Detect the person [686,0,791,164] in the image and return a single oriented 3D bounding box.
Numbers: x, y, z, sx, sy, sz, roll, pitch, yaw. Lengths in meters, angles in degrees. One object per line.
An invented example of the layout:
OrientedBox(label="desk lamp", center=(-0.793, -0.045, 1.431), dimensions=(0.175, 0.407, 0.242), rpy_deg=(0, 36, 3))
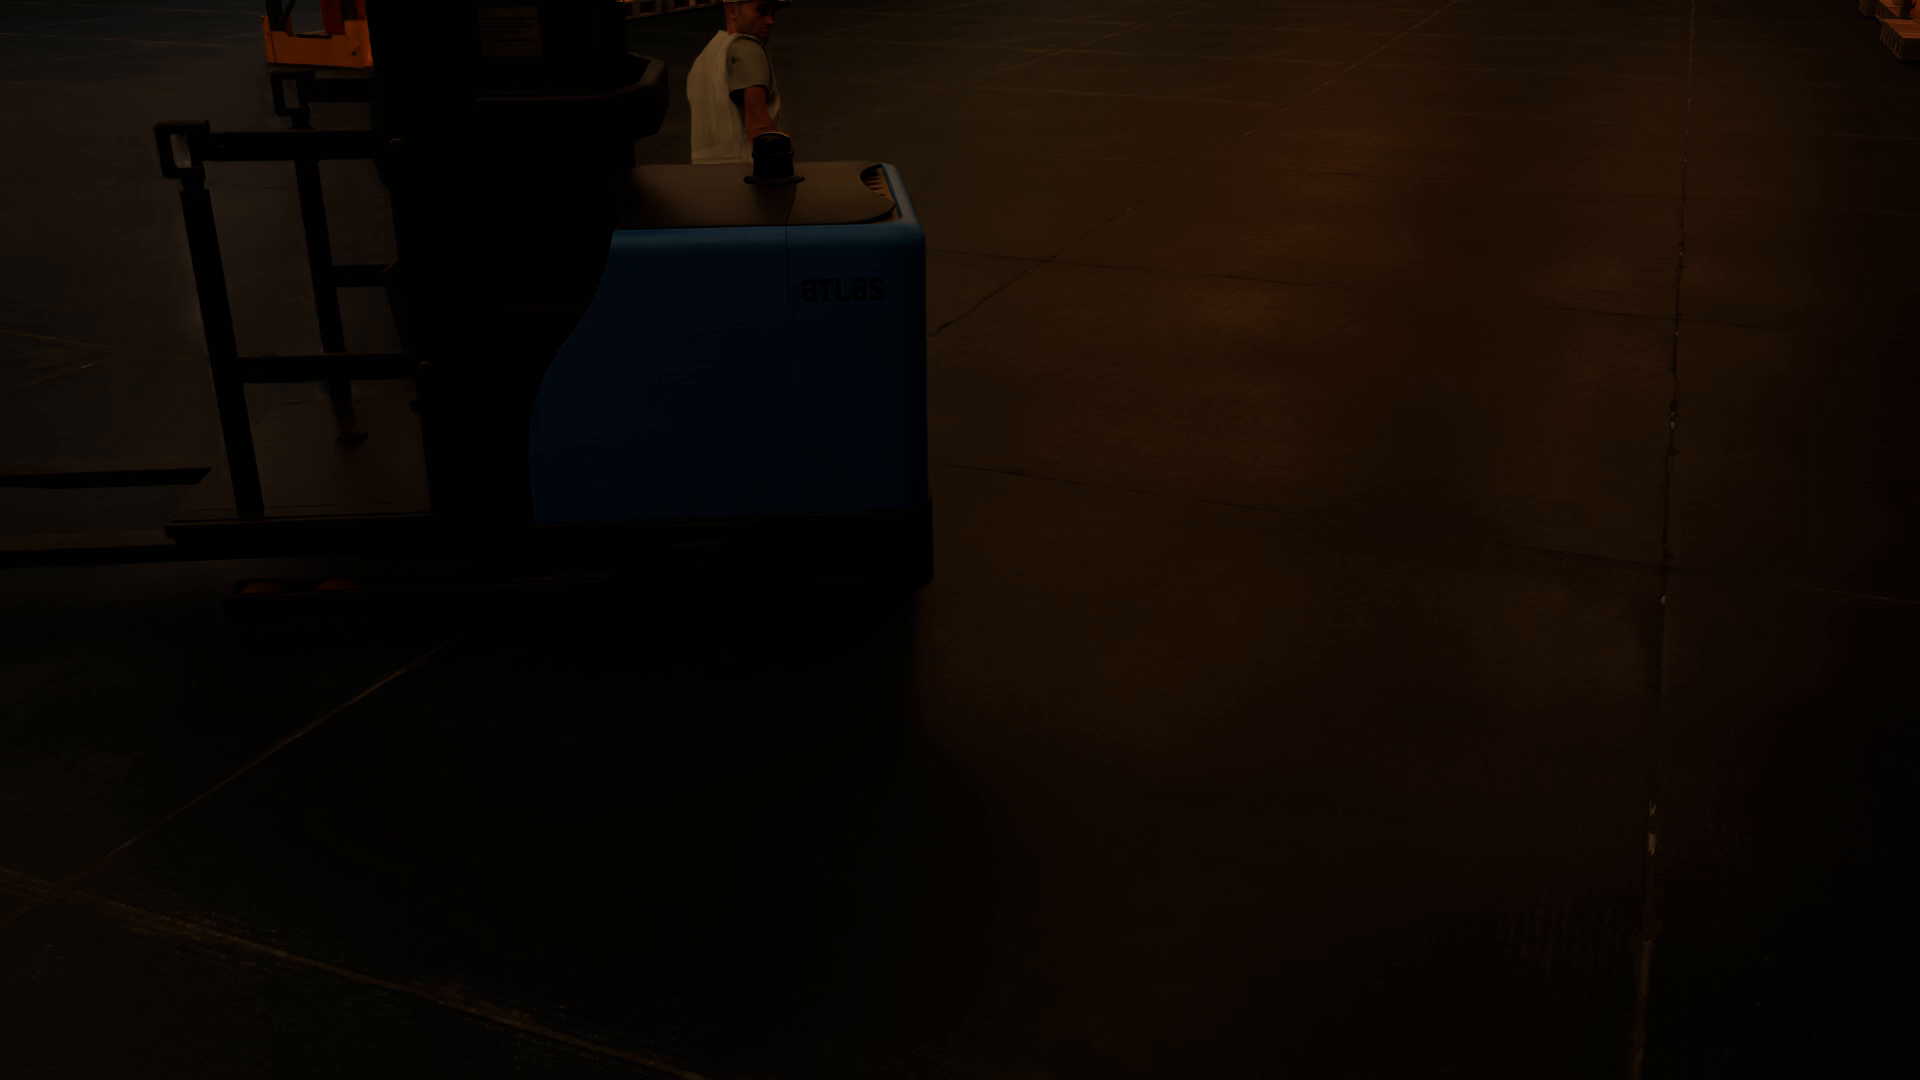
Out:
OrientedBox(label="person", center=(-0.702, -1.348, 6.336), dimensions=(0.781, 1.561, 0.771), rpy_deg=(17, 28, 35))

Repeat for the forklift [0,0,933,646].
OrientedBox(label="forklift", center=(-1.627, -1.286, 4.369), dimensions=(3.031, 2.935, 1.130), rpy_deg=(-2, 23, -6))
